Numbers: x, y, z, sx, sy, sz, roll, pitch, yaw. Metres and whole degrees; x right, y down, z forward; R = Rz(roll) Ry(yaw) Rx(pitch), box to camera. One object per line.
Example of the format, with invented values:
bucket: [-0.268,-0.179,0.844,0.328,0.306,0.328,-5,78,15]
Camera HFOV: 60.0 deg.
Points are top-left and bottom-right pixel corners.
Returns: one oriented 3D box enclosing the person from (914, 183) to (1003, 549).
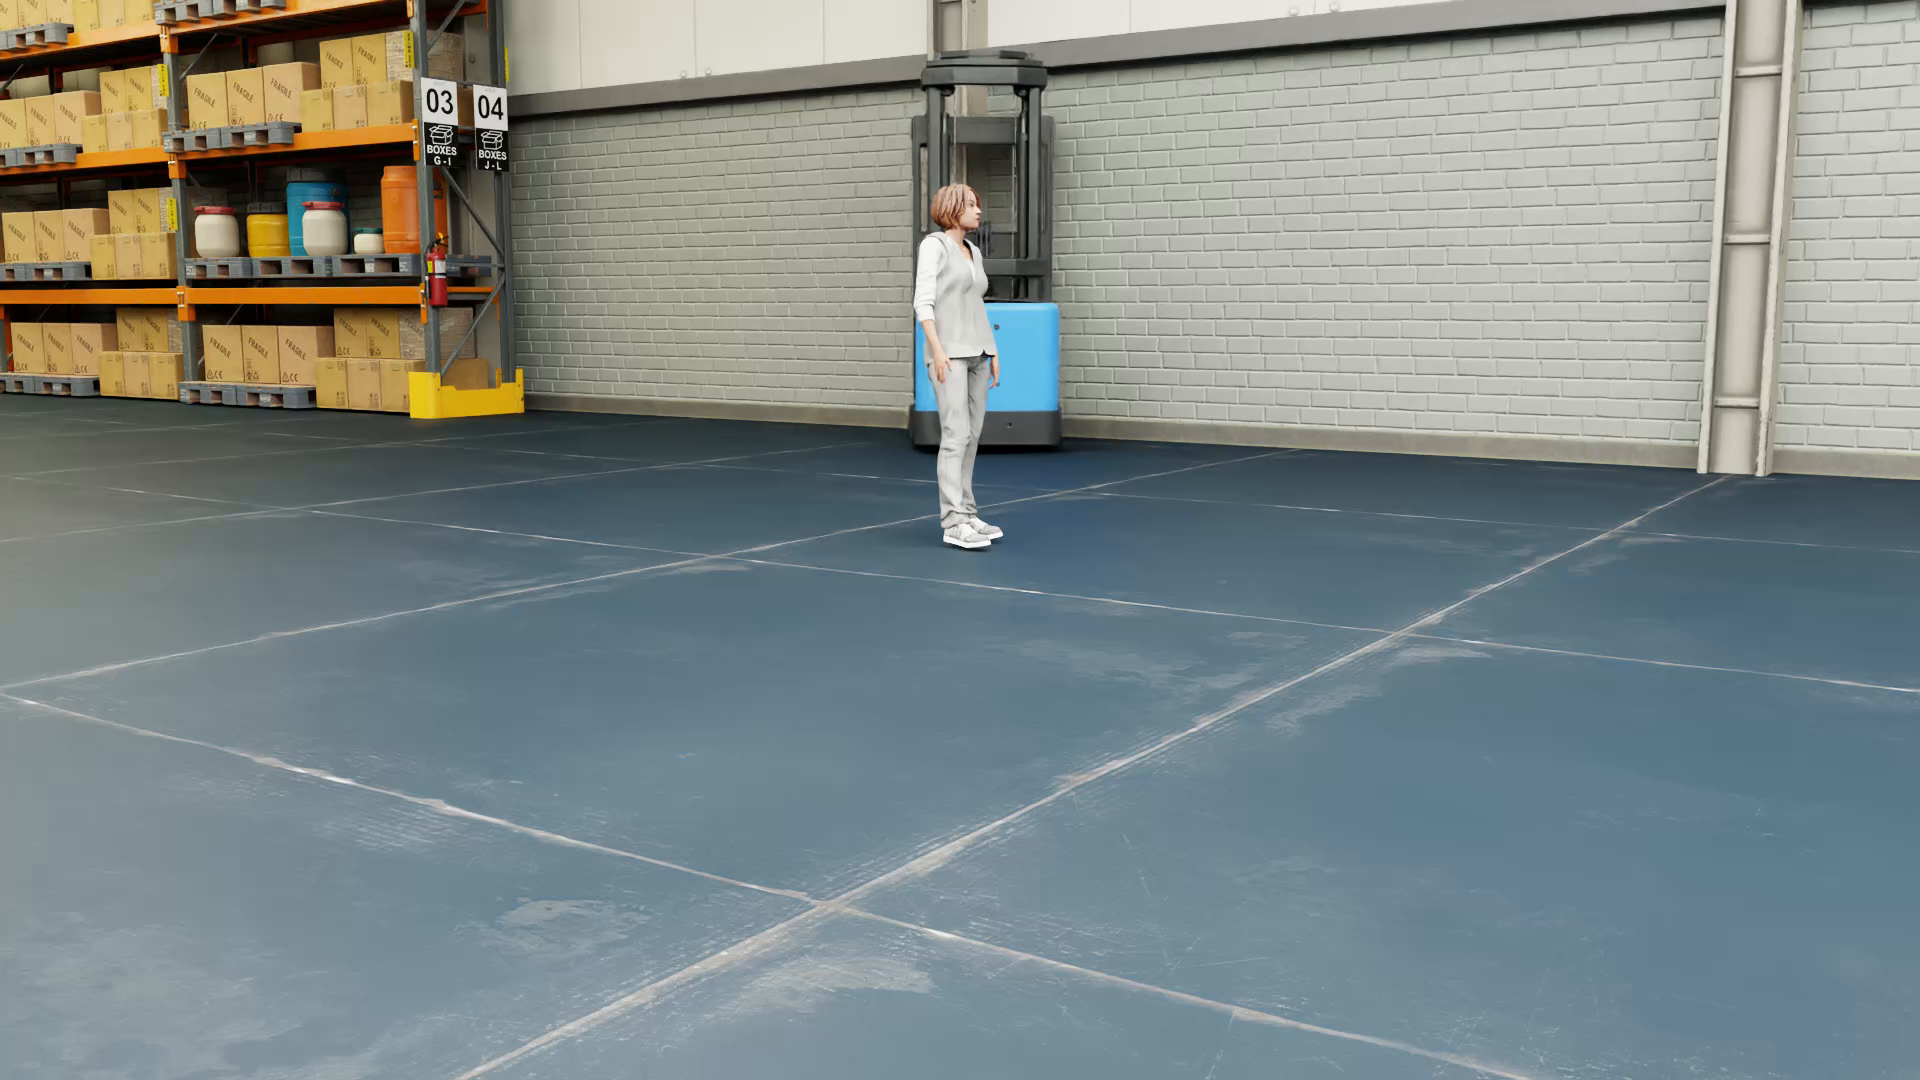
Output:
person: [0.053,-0.791,7.438,0.475,1.597,0.520,5,10,34]

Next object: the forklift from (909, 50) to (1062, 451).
forklift: [0.171,-2.273,13.178,1.130,2.935,3.031,0,8,-1]
